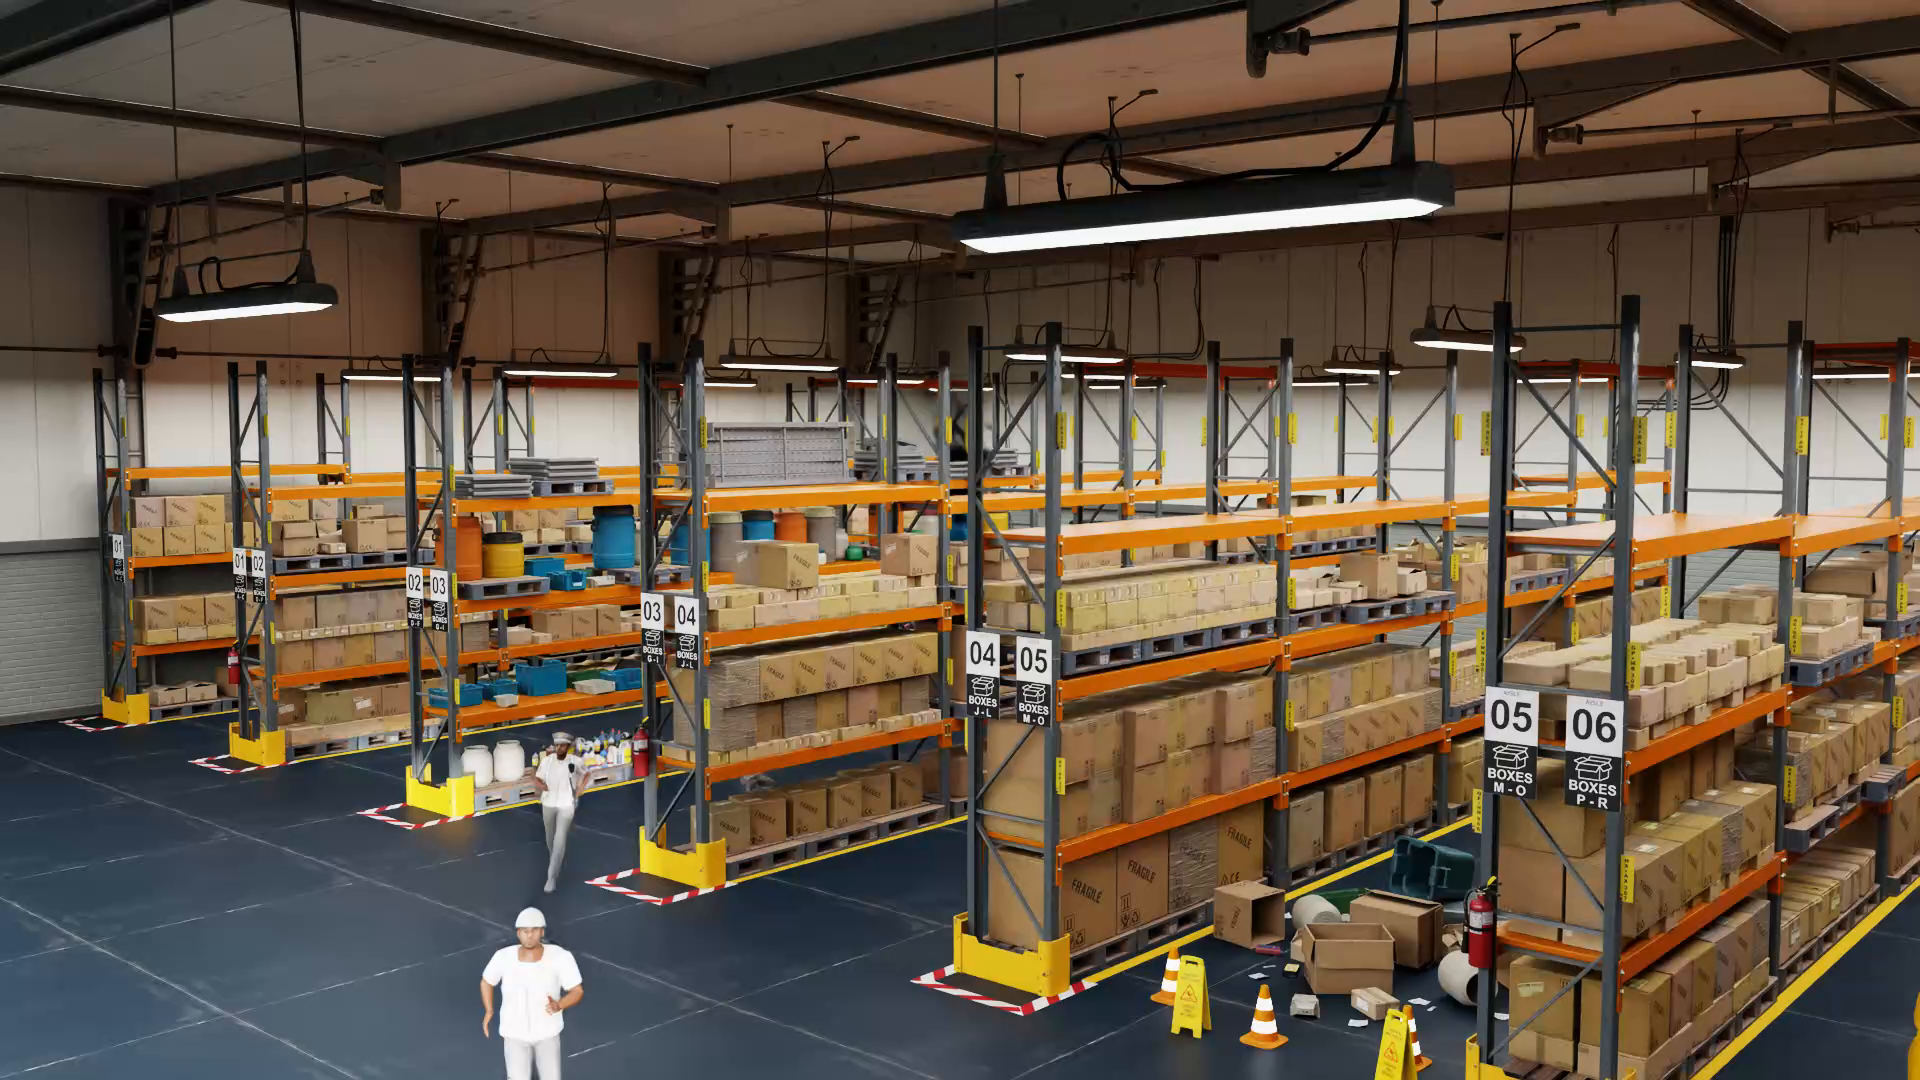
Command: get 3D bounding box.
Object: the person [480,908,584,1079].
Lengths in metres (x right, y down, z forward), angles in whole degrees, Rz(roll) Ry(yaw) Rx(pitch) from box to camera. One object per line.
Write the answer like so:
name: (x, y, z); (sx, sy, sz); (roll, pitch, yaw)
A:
person: (-2.986, 3.431, 11.600); (0.713, 1.747, 0.933); (-1, 4, -11)

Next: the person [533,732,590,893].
person: (-4.423, 2.962, 18.453); (0.589, 1.728, 0.842); (0, 4, 1)

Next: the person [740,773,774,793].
person: (-2.621, 2.711, 21.550); (0.688, 1.757, 0.788); (3, 5, 32)
